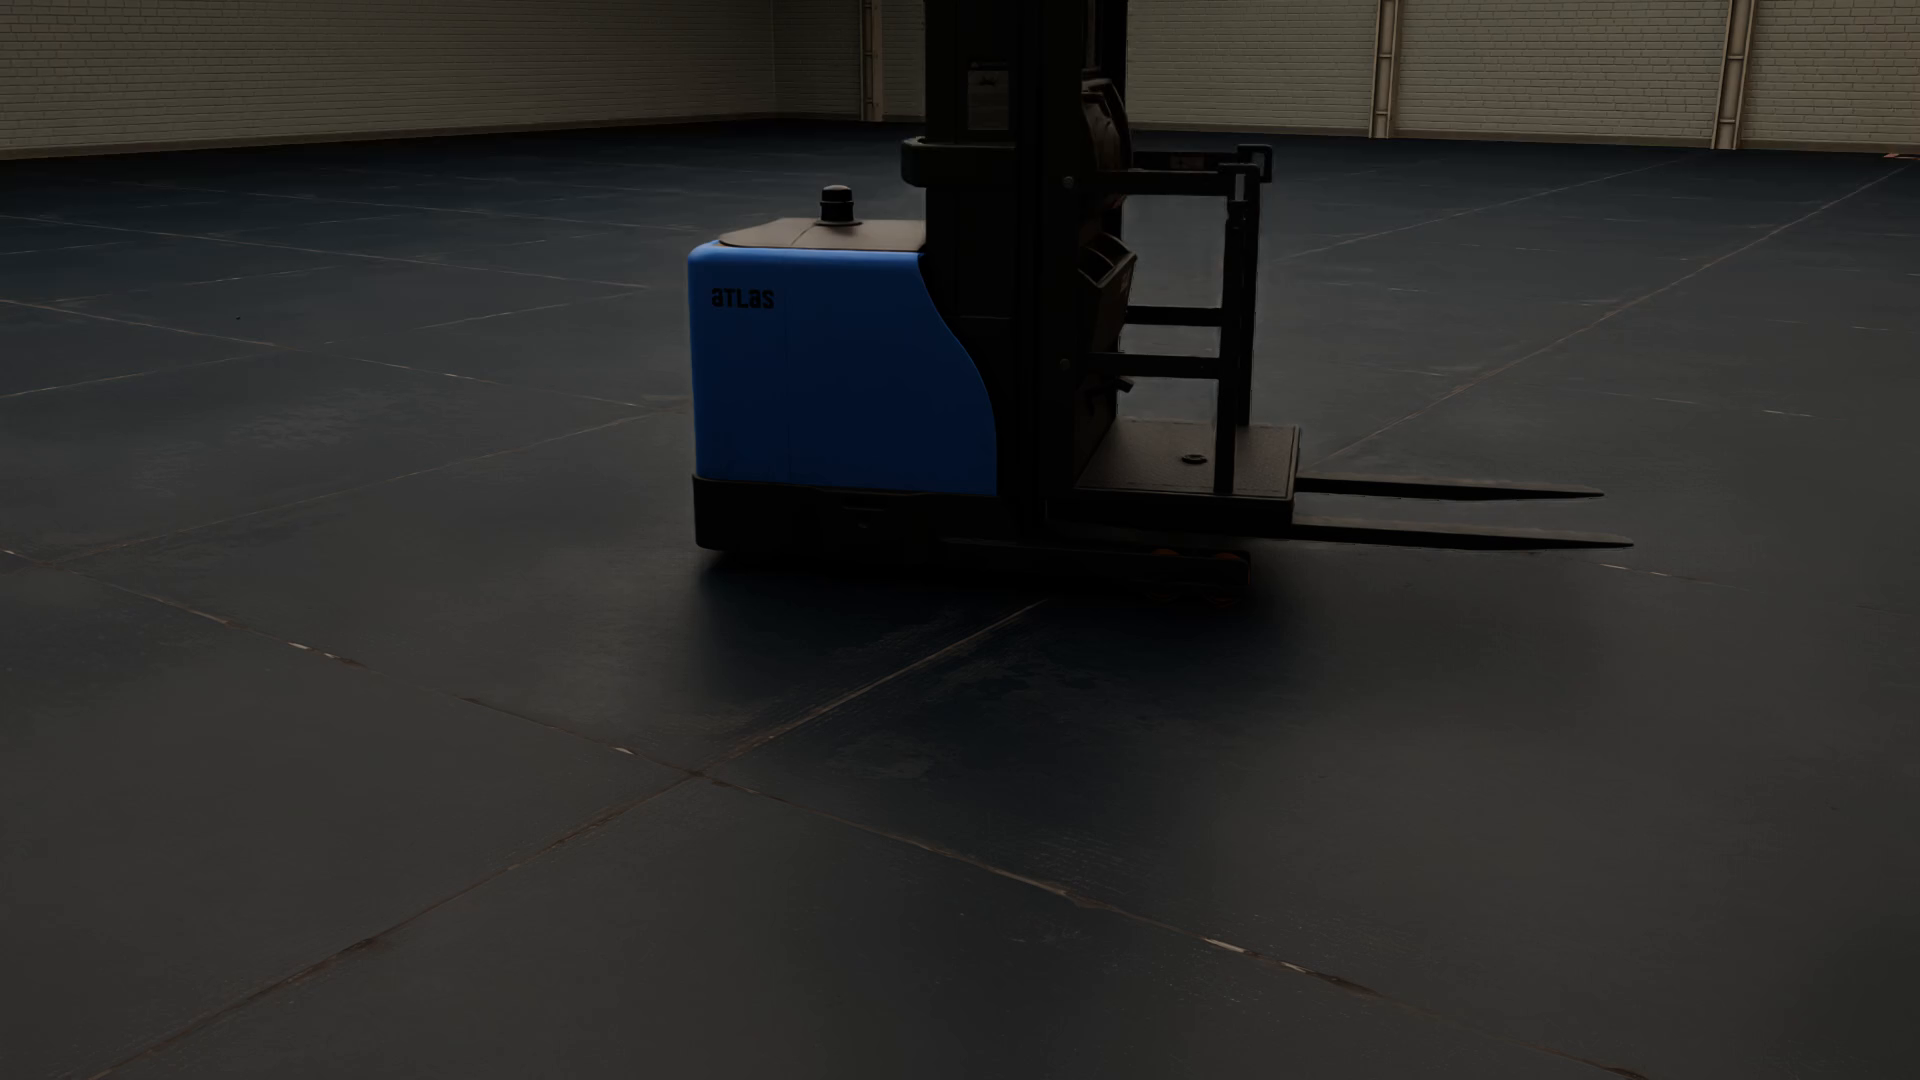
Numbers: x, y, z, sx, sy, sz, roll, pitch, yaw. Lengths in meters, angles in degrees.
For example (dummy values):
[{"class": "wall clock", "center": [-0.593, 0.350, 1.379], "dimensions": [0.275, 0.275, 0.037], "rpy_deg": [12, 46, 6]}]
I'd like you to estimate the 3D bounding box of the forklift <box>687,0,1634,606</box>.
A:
[{"class": "forklift", "center": [0.668, -1.362, 5.389], "dimensions": [3.031, 2.935, 1.130], "rpy_deg": [4, 17, 12]}]
